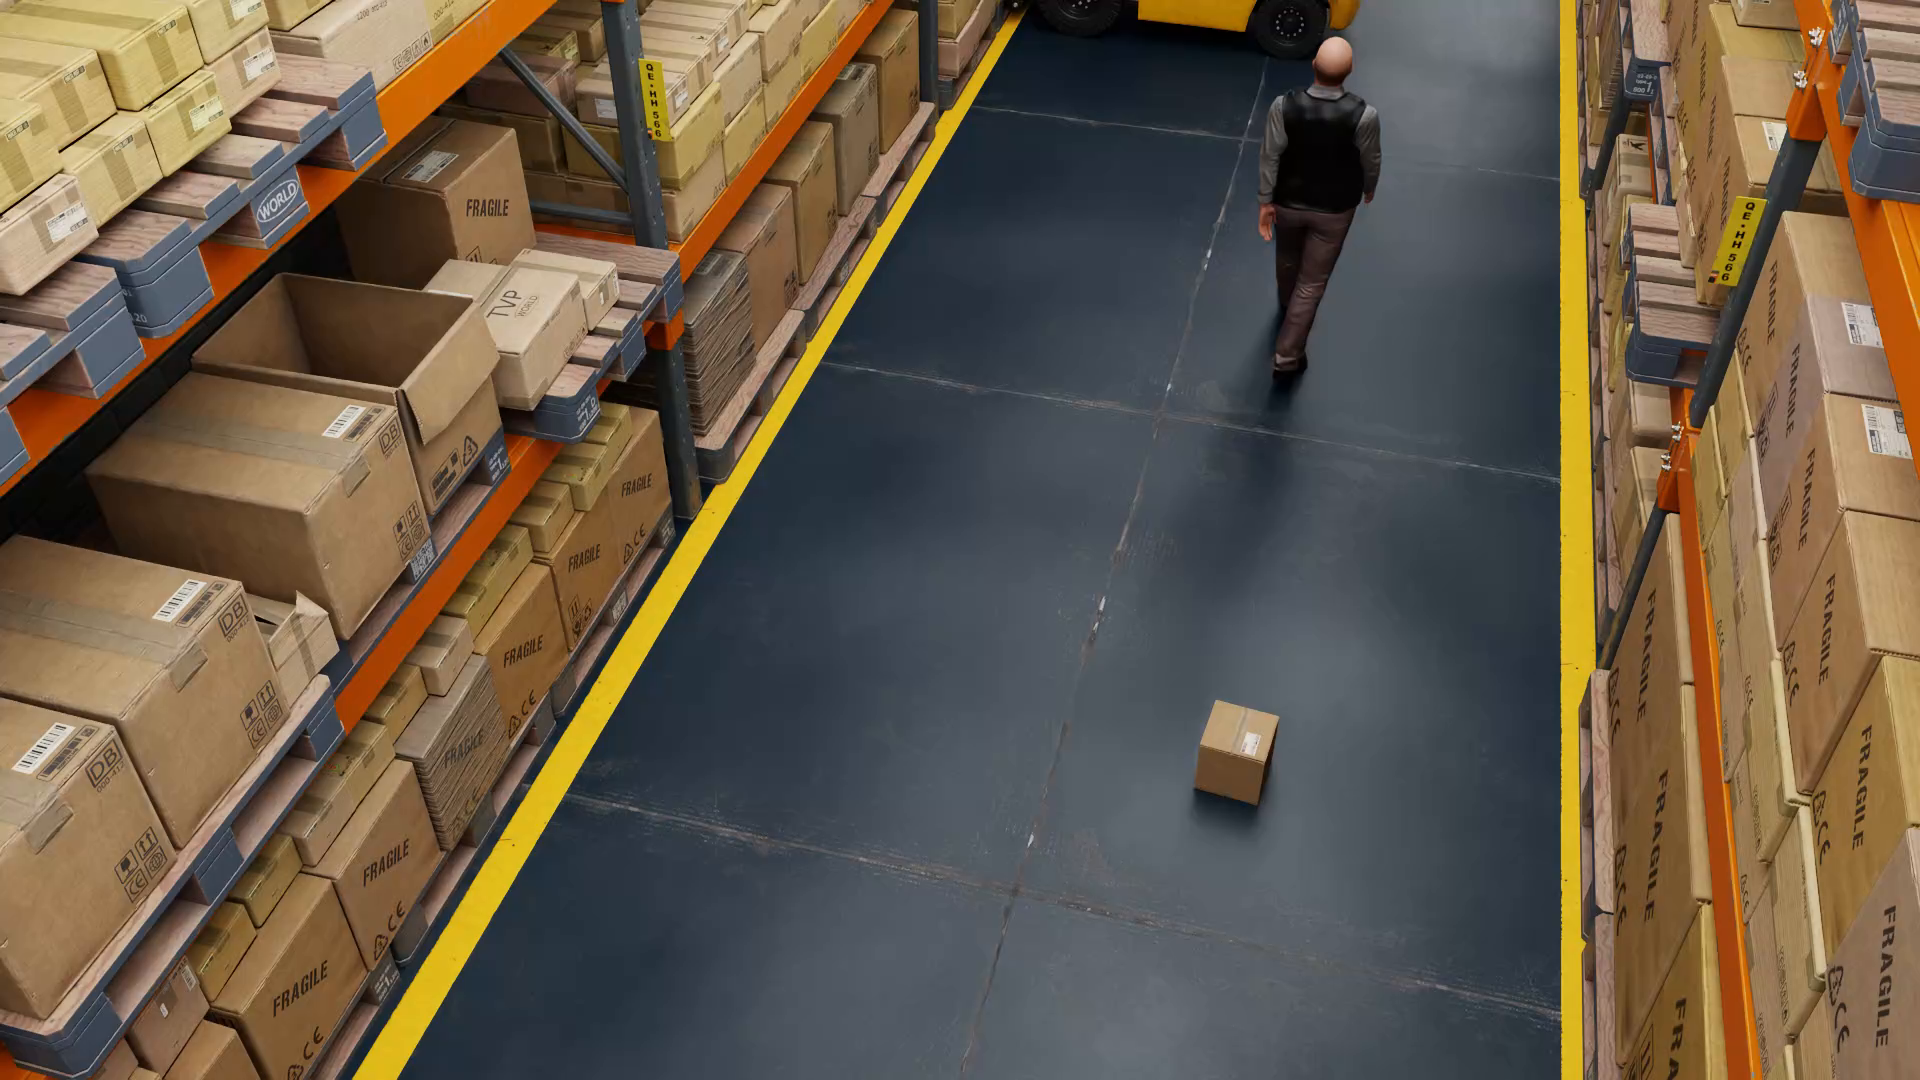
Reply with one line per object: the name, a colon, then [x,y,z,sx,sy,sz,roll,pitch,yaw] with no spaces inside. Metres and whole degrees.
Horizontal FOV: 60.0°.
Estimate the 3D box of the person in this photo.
person: [1.754,-1.690,8.127,0.548,1.670,1.003,17,43,18]
